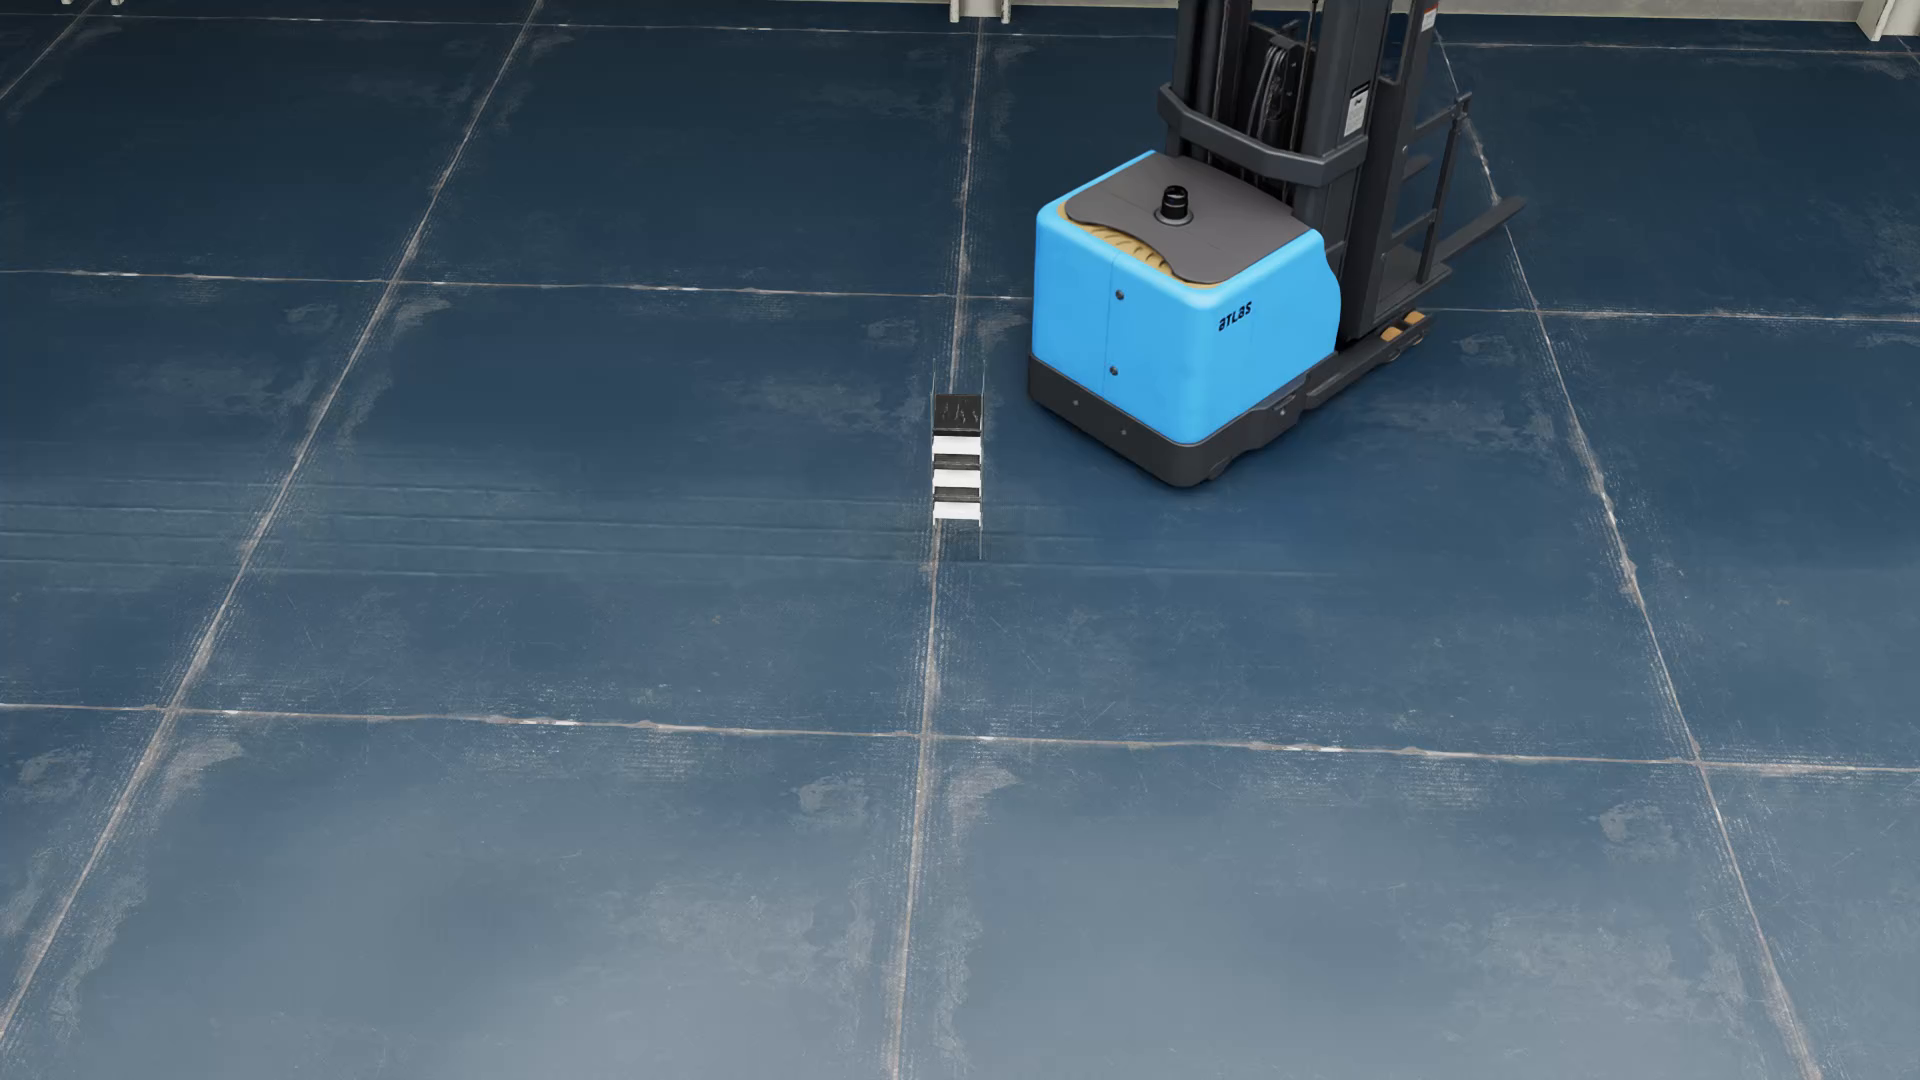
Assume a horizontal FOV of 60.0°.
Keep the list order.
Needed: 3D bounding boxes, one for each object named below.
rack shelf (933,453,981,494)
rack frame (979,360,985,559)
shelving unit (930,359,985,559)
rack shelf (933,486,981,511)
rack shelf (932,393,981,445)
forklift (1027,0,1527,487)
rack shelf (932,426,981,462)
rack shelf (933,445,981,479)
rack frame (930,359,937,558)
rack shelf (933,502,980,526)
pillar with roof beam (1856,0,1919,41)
[{"bbox_3d":[-0.008,-0.305,7.052,0.200,0.077,0.258,2,43,2],"label":"rack shelf"},{"bbox_3d":[0.093,-0.326,7.026,0.006,0.900,0.240,2,43,2],"label":"rack frame"},{"bbox_3d":[-0.008,-0.330,7.029,0.210,0.900,0.258,2,43,2],"label":"shelving unit"},{"bbox_3d":[-0.008,-0.239,7.113,0.200,0.077,0.258,2,43,2],"label":"rack shelf"},{"bbox_3d":[-0.008,-0.503,6.868,0.200,0.077,0.258,2,43,2],"label":"rack shelf"},{"bbox_3d":[1.737,-2.198,7.545,3.031,2.935,1.130,-33,52,-30],"label":"forklift"},{"bbox_3d":[-0.008,-0.437,6.929,0.200,0.077,0.258,2,43,2],"label":"rack shelf"},{"bbox_3d":[-0.008,-0.371,6.990,0.200,0.077,0.258,2,43,2],"label":"rack shelf"},{"bbox_3d":[-0.110,-0.333,7.032,0.006,0.900,0.240,2,43,2],"label":"rack frame"},{"bbox_3d":[-0.008,-0.173,7.174,0.200,0.077,0.258,2,43,2],"label":"rack shelf"},{"bbox_3d":[5.938,-3.710,4.716,0.400,9.000,9.100,2,43,2],"label":"pillar with roof beam"}]
